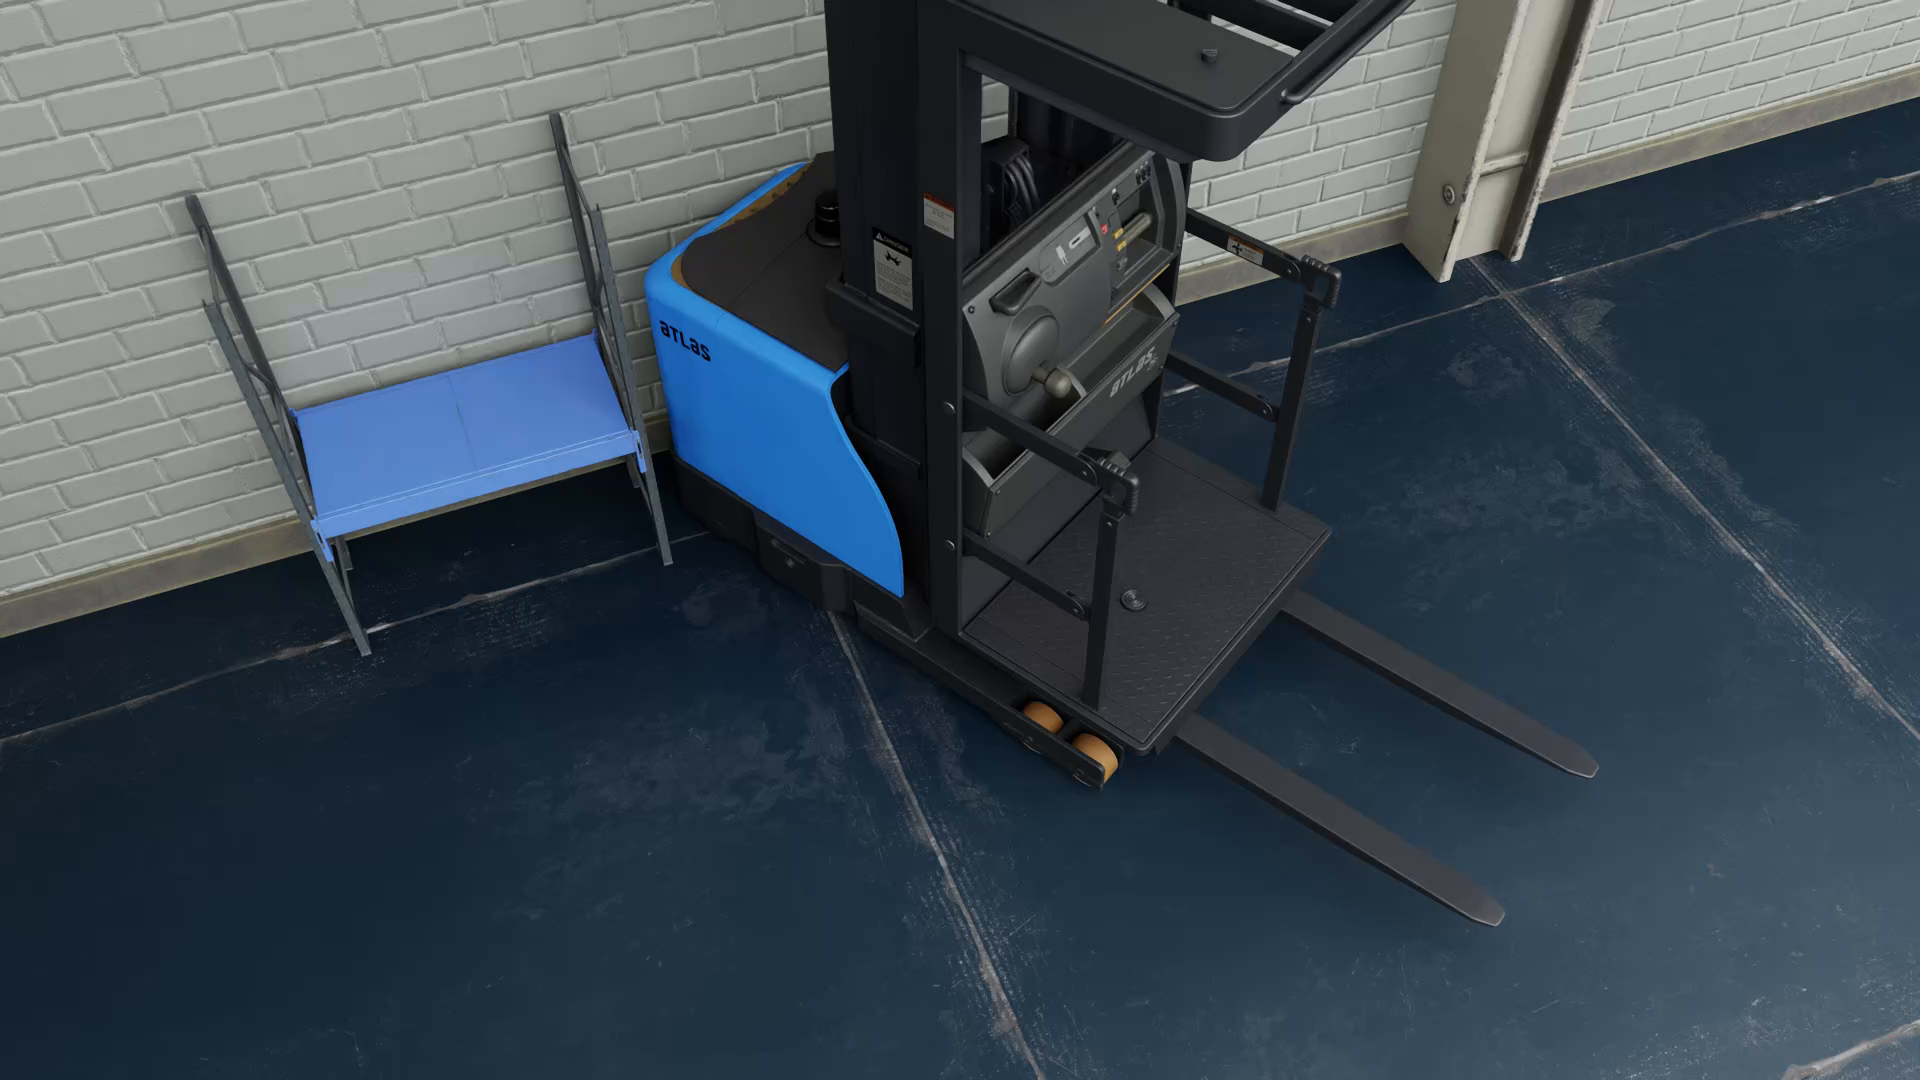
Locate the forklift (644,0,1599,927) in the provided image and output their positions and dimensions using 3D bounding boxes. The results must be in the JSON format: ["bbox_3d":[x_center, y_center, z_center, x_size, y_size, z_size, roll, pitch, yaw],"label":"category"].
[{"bbox_3d":[0.488,-0.662,4.386,3.031,2.935,1.130,31,56,24],"label":"forklift"}]

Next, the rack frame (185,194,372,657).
[{"bbox_3d":[-2.030,-0.287,5.008,0.032,1.500,0.500,-17,52,-14],"label":"rack frame"}]

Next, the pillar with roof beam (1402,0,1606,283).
[{"bbox_3d":[3.662,-1.098,0.762,0.400,9.000,9.100,-17,52,-14],"label":"pillar with roof beam"}]

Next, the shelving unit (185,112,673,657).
[{"bbox_3d":[-1.559,-0.433,5.133,1.048,1.500,0.538,-17,52,-14],"label":"shelving unit"}]

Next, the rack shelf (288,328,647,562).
[{"bbox_3d":[-1.559,-0.316,5.270,1.000,0.185,0.538,-17,52,-14],"label":"rack shelf"}]

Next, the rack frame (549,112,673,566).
[{"bbox_3d":[-1.089,-0.579,5.258,0.032,1.500,0.500,-17,52,-14],"label":"rack frame"}]
